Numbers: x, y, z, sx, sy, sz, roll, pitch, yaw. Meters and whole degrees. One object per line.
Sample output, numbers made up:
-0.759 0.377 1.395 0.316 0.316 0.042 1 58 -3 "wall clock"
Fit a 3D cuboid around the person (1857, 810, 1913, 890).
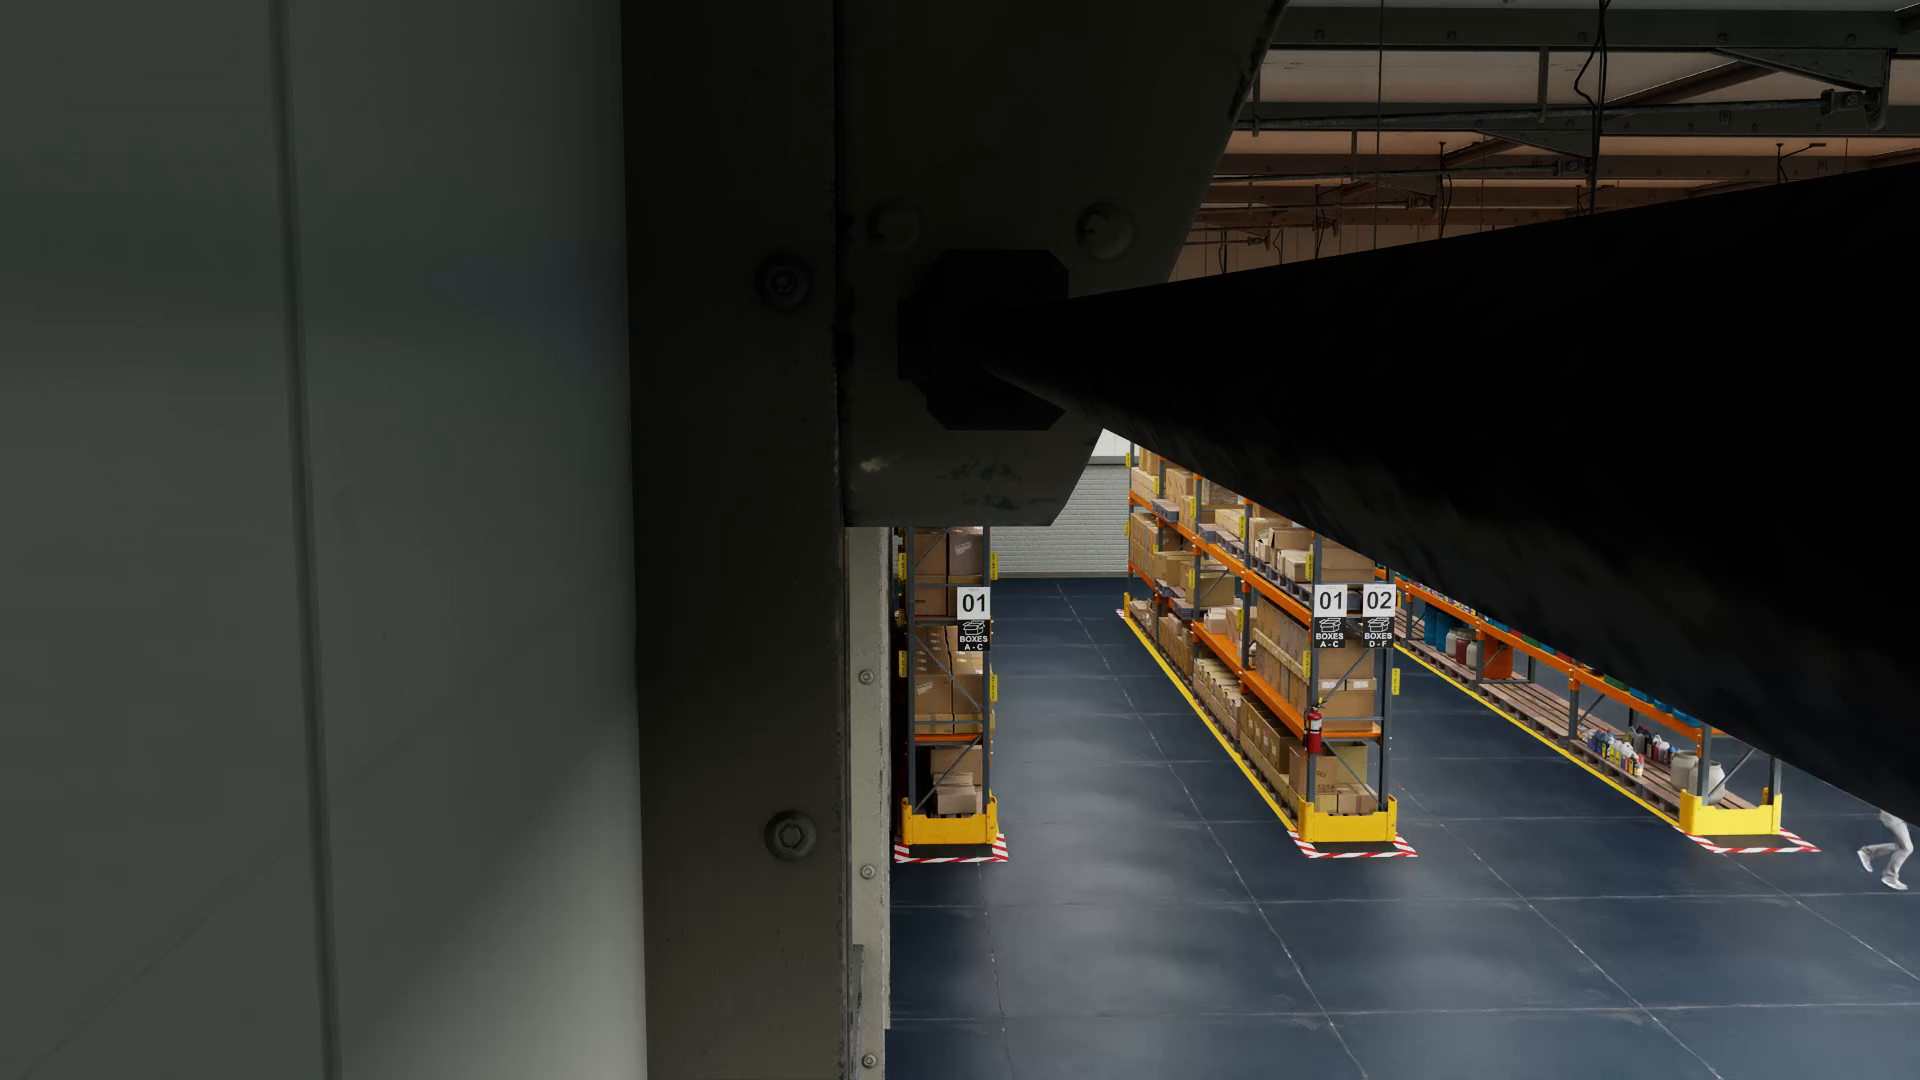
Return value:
10.546 3.166 18.868 0.594 1.572 0.584 5 9 32 "person"
